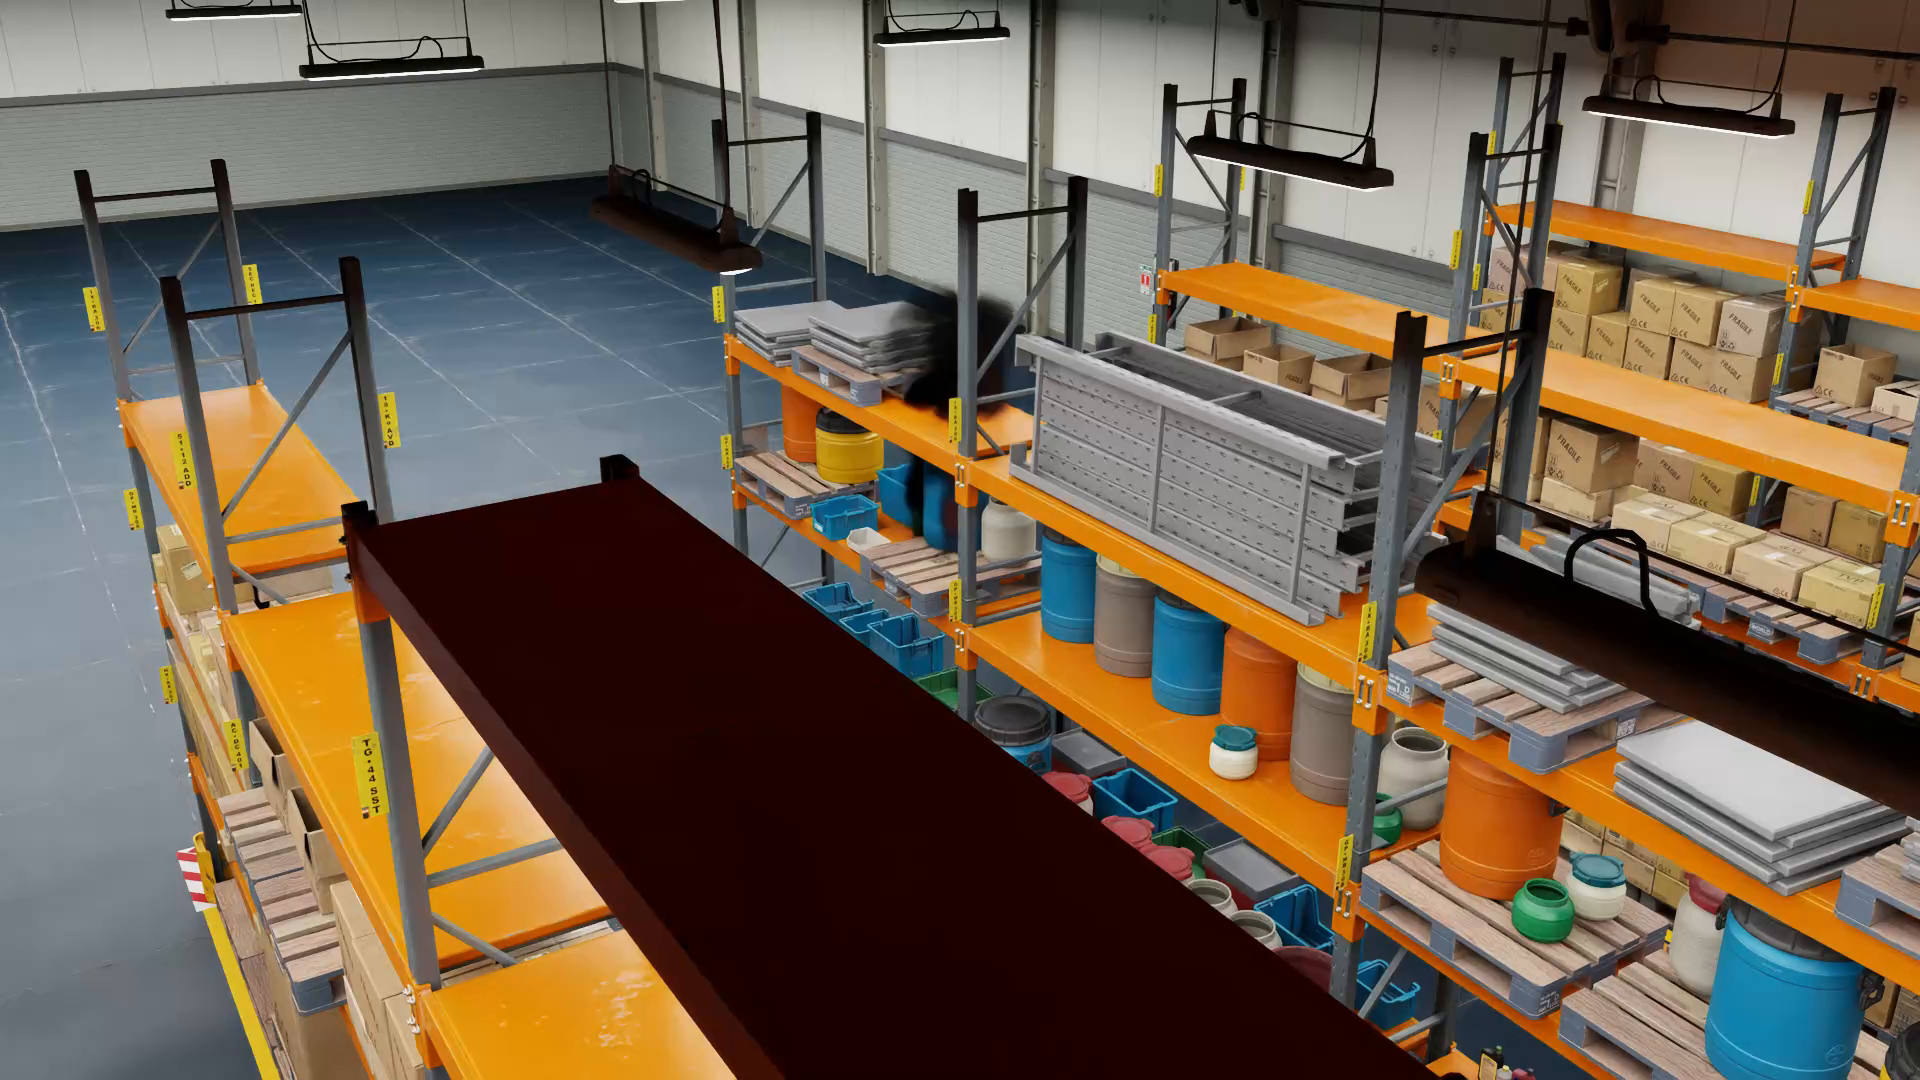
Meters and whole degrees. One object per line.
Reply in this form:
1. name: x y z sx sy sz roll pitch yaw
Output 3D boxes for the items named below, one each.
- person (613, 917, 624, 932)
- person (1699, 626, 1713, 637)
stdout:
1. person: -2.046 3.052 10.758 0.727 1.734 0.721 -20 29 -40
2. person: 7.049 1.474 15.631 0.790 1.558 0.576 17 28 36
